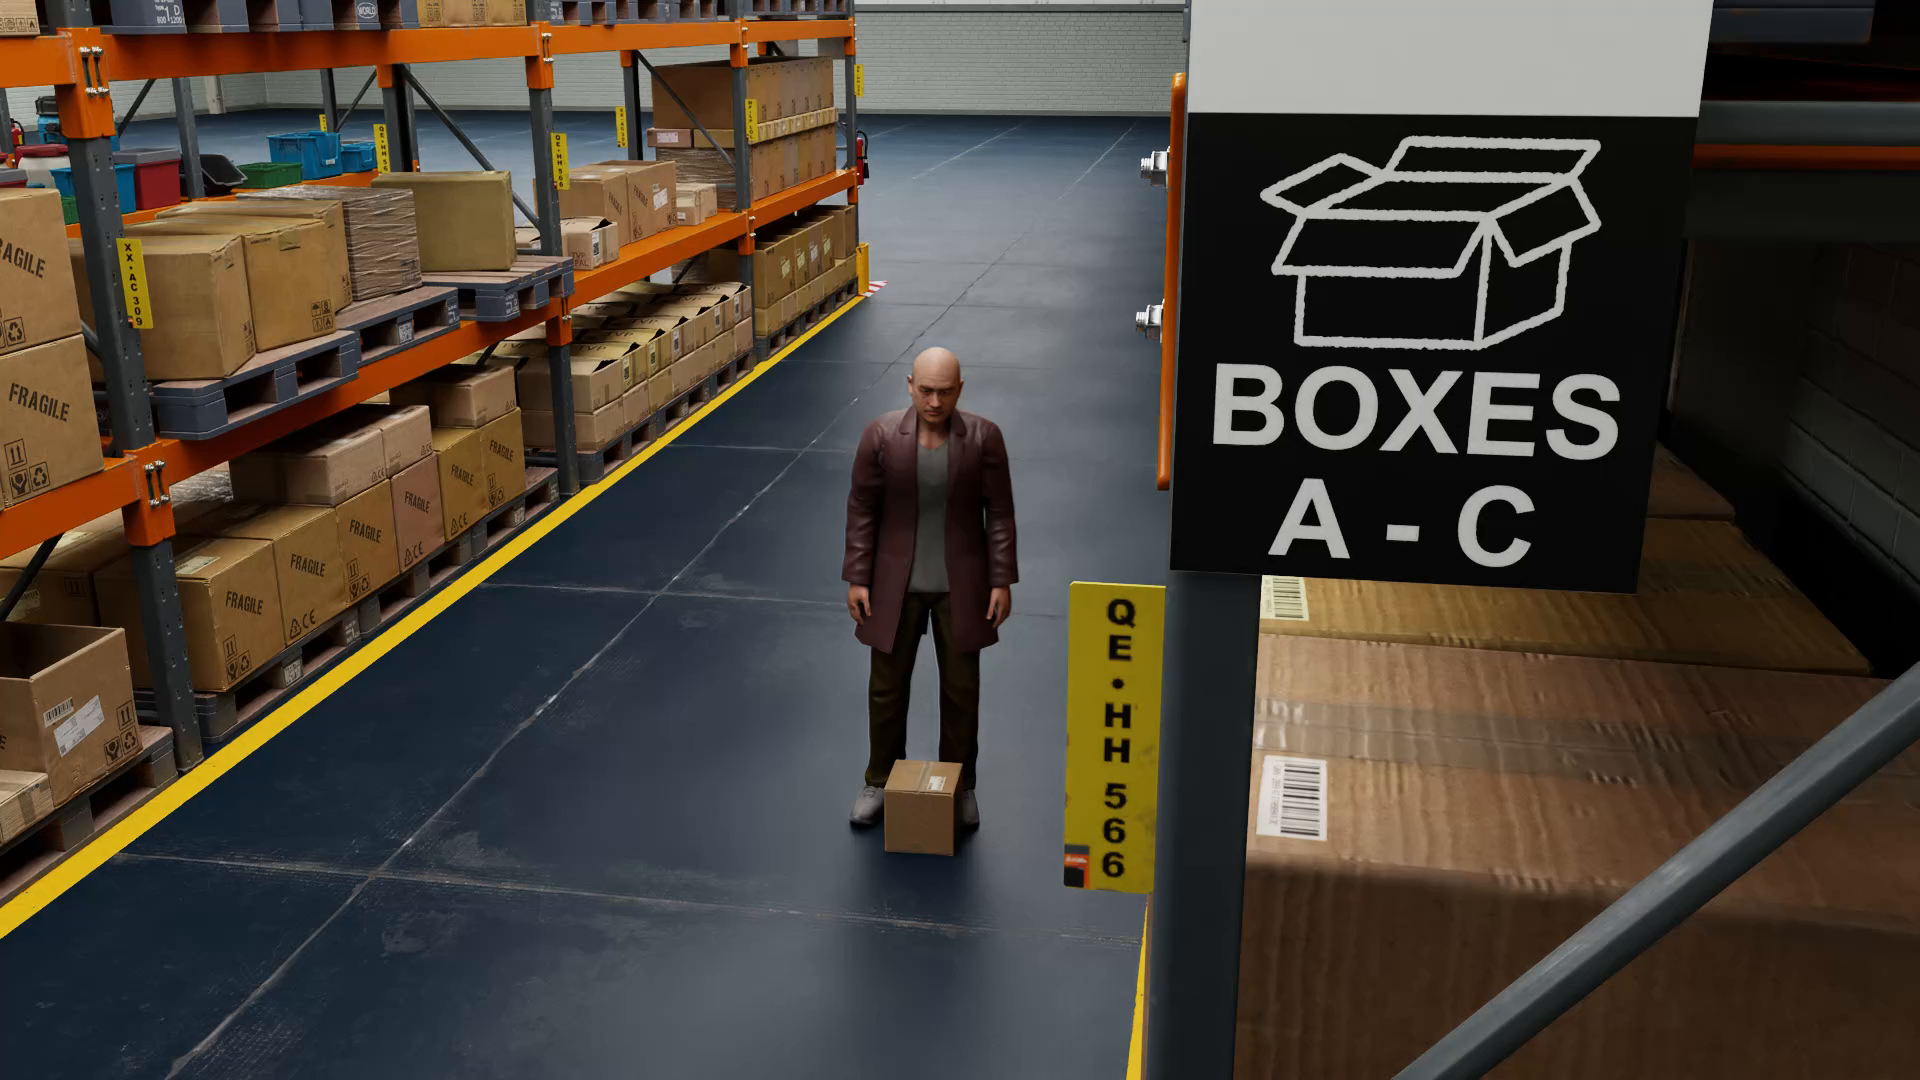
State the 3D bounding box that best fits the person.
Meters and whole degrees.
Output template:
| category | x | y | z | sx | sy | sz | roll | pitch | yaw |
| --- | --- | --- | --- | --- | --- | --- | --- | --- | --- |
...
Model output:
| category | x | y | z | sx | sy | sz | roll | pitch | yaw |
| --- | --- | --- | --- | --- | --- | --- | --- | --- | --- |
| person | -0.108 | 0.168 | 6.049 | 0.645 | 1.772 | 0.429 | 0 | 18 | 1 |
